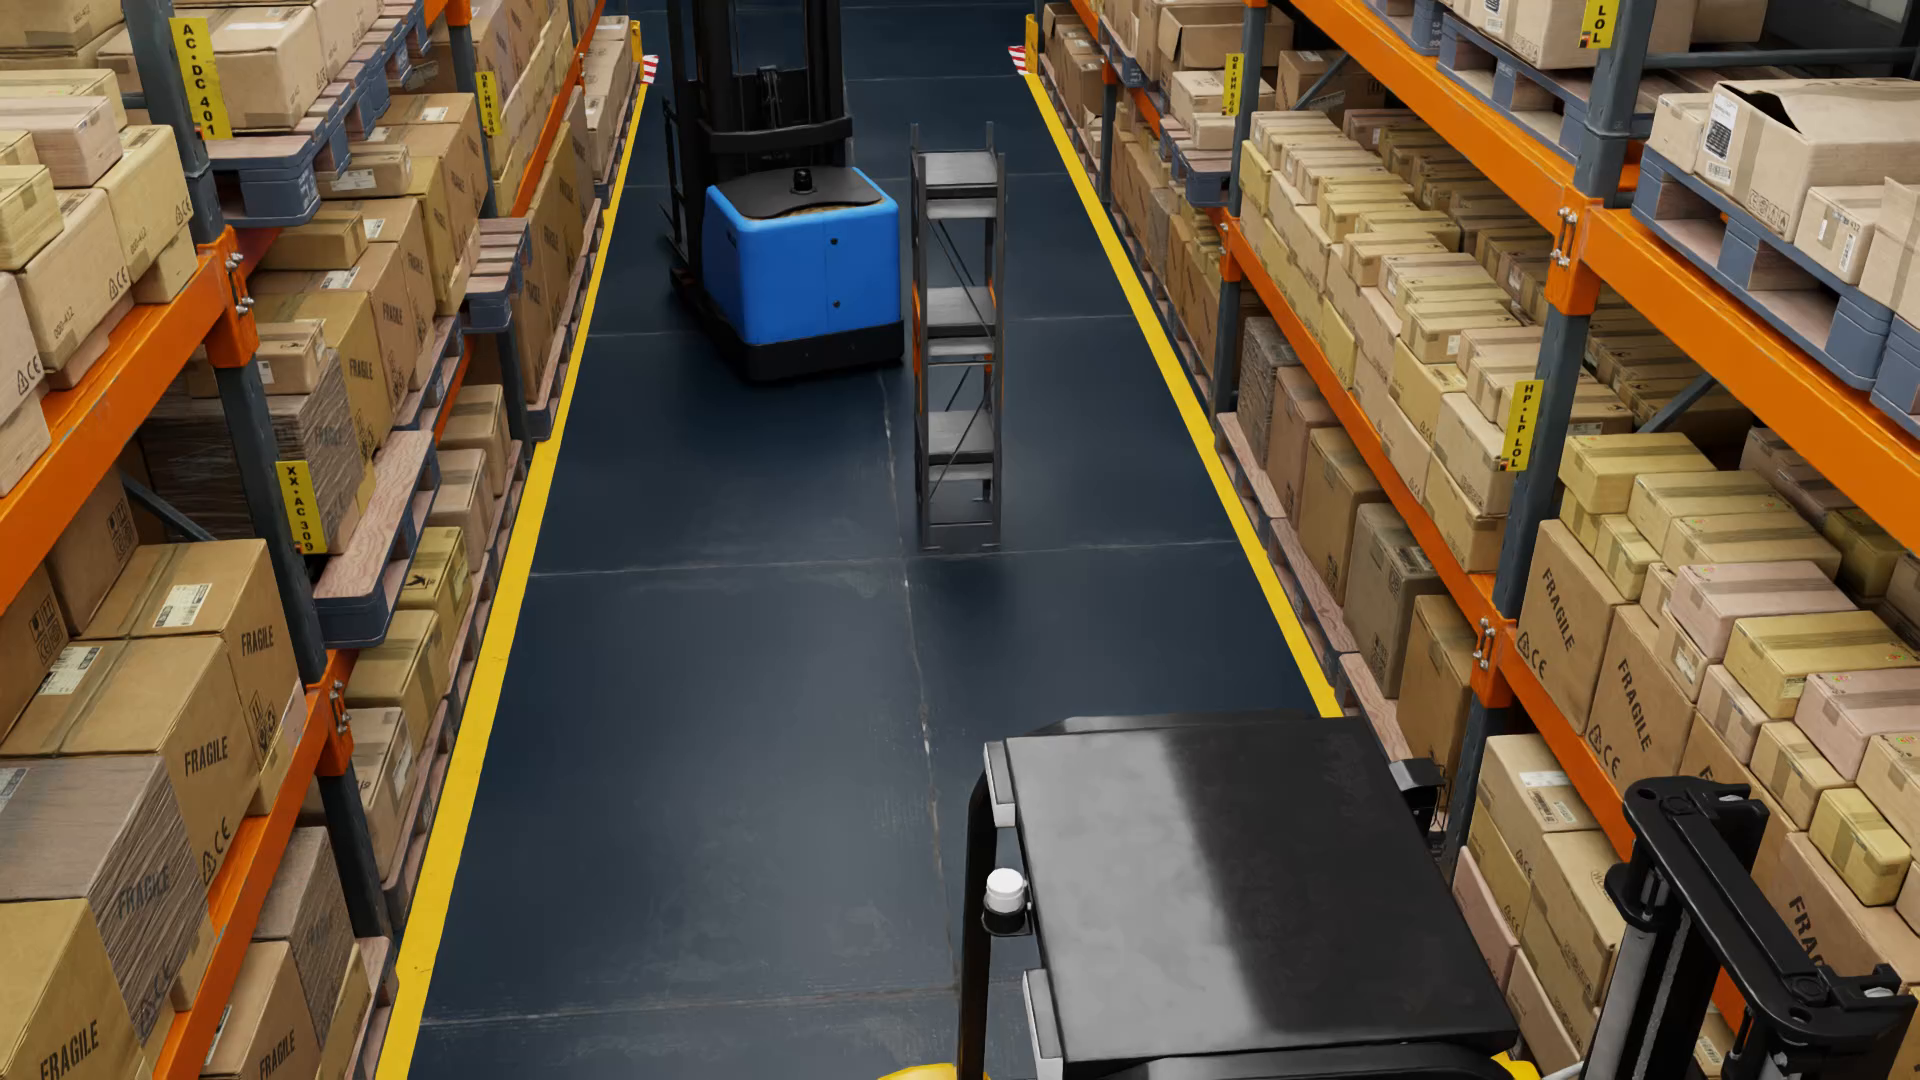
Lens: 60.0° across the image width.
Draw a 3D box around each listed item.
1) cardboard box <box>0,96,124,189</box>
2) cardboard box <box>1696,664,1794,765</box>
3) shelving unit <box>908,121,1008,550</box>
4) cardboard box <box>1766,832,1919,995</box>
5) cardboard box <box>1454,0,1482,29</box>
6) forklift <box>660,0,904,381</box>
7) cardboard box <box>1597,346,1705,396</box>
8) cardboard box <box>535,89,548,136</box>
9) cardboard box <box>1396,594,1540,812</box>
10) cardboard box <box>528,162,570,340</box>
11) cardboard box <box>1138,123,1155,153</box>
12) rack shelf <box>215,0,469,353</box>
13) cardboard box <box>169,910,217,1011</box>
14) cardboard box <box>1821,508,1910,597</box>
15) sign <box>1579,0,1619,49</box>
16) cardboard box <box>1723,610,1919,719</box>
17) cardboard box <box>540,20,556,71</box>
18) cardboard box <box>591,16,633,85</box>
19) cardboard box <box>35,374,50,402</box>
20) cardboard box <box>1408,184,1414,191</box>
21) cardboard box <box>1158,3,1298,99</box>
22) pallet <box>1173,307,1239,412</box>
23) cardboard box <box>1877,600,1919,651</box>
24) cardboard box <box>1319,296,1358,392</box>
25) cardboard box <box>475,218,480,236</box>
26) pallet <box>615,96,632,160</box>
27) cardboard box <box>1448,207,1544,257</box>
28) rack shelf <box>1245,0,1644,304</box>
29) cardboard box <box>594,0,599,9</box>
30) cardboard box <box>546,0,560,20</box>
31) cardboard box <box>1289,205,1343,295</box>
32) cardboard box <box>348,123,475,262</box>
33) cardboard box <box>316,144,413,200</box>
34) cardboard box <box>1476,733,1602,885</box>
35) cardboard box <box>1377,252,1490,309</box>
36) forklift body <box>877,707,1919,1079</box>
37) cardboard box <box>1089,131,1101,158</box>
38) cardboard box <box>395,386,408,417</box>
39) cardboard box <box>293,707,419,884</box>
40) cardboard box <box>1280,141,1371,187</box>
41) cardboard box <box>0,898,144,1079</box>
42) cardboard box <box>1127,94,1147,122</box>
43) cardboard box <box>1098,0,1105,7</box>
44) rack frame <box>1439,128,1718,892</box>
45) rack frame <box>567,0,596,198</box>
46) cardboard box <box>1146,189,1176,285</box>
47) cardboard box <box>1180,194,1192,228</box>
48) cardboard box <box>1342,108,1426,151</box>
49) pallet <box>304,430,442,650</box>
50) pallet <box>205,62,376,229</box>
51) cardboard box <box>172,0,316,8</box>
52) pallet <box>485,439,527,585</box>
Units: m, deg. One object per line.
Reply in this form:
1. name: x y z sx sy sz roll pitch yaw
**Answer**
1. cardboard box: -2.233 -0.939 3.939 0.380 0.149 0.250 -3 31 -6
2. cardboard box: 2.179 0.445 4.351 0.380 0.149 0.250 -3 31 -5
3. shelving unit: -0.015 -0.986 8.353 0.431 2.100 0.503 -3 31 -5
4. cardboard box: 2.282 1.041 3.985 0.500 0.500 0.500 -3 31 -4
5. cardboard box: 1.956 -1.887 5.796 0.380 0.149 0.250 -3 31 -5
6. forklift: -1.385 -2.979 10.880 1.130 2.935 3.031 -12 33 -19
7. cardboard box: 2.569 -0.587 6.078 0.380 0.149 0.250 -4 31 -6
8. cardboard box: -2.908 -2.718 10.521 0.500 0.250 0.500 -3 31 -5
9. cardboard box: 2.301 0.637 6.665 0.875 0.625 0.625 -1 31 -2
10. cardboard box: -3.015 -1.820 10.534 0.875 0.875 0.875 -2 31 -4
11. cardboard box: 1.521 -2.943 12.147 0.380 0.149 0.250 -4 31 -7
12. rack shelf: -2.767 -1.697 6.442 1.077 0.370 4.000 -3 31 -5
13. cardboard box: -2.149 1.079 4.264 0.380 0.149 0.250 -3 31 -5
14. cardboard box: 2.712 0.027 4.759 0.380 0.149 0.250 -3 31 -5
15. sign: 1.822 -1.551 4.685 0.100 0.325 0.005 -3 31 -5
16. cardboard box: 2.216 0.318 4.273 0.380 0.149 0.250 -3 31 -5
17. cardboard box: -2.936 -3.199 10.840 0.500 0.250 0.500 -2 31 -3
18. cardboard box: -3.540 -4.572 15.568 0.875 0.438 0.875 -4 31 -6
19. cardboard box: -2.287 -0.336 3.707 0.380 0.149 0.250 -4 31 -6
20. cardboard box: 2.356 -1.652 8.250 0.500 0.250 0.500 -2 31 -4
21. cardboard box: 1.651 -3.028 10.384 0.797 0.503 0.637 -3 31 -6
22. pallet: 1.956 -1.165 10.494 1.003 0.211 1.213 -3 31 -5
23. cardboard box: 2.784 0.286 4.616 0.380 0.149 0.250 -3 31 -4
24. cardboard box: 1.930 -0.892 7.464 0.500 0.250 0.500 -2 31 -3
25. cardboard box: -2.592 -1.522 8.209 0.380 0.149 0.250 -2 31 -4
26. pallet: -3.438 -3.601 14.572 1.003 0.211 1.213 -3 31 -5
27. cardboard box: 2.382 -1.361 7.373 0.380 0.149 0.250 -2 31 -3
28. rack shelf: 2.174 -1.937 6.844 1.077 0.370 4.000 -3 31 -5
29. cardboard box: -3.194 -4.588 13.408 0.500 0.500 0.500 -3 31 -4
30. cardboard box: -2.980 -3.774 11.070 0.500 0.500 0.500 -2 31 -4
31. cardboard box: 1.862 -1.367 7.772 0.500 0.250 0.500 -4 31 -6
32. cardboard box: -2.576 -1.608 7.720 0.500 0.500 0.500 -3 31 -5
33. cardboard box: -2.520 -1.547 6.985 0.380 0.149 0.250 -4 31 -7
34. cardboard box: 2.094 0.896 5.621 0.500 0.250 0.500 -3 31 -5
35. cardboard box: 1.960 -1.073 6.891 0.380 0.149 0.250 -2 31 -4
36. forklift body: 0.742 1.589 3.992 2.313 2.155 1.214 -3 31 -5
37. cardboard box: 1.269 -3.248 13.633 0.380 0.149 0.250 -4 31 -6
38. cardboard box: -2.438 -0.595 6.657 0.380 0.149 0.250 -3 31 -4
39. cardboard box: -2.632 0.983 6.332 0.950 0.372 0.625 -2 31 -4
40. cardboard box: 1.800 -1.857 8.204 0.380 0.149 0.250 -2 31 -3
41. cardboard box: -2.131 1.136 3.536 0.500 0.500 0.500 -3 31 -6
42. cardboard box: 1.454 -3.208 12.301 0.380 0.149 0.250 -4 31 -7
43. cardboard box: 1.323 -4.333 12.935 0.500 0.250 0.500 -2 31 -3
44. rack frame: 2.361 0.063 5.719 1.000 3.000 0.127 -3 31 -5
45. rack frame: -3.328 -3.781 12.156 1.000 3.000 0.127 -3 31 -5
46. cardboard box: 1.579 -2.079 11.334 0.500 0.500 0.500 -4 31 -6
47. cardboard box: 1.649 -2.143 10.809 0.380 0.149 0.250 -3 31 -5
48. cardboard box: 2.219 -2.144 8.684 0.380 0.149 0.250 -2 31 -3
49. pallet: -2.507 -0.012 6.032 1.003 0.211 1.213 -3 31 -5
50. pallet: -2.532 -1.224 5.133 1.213 0.211 1.003 -3 31 -5
51. cardboard box: -2.292 -1.887 5.308 0.500 0.250 0.500 -3 31 -6
52. pallet: -2.882 -0.143 8.784 1.003 0.211 1.213 -3 31 -5
